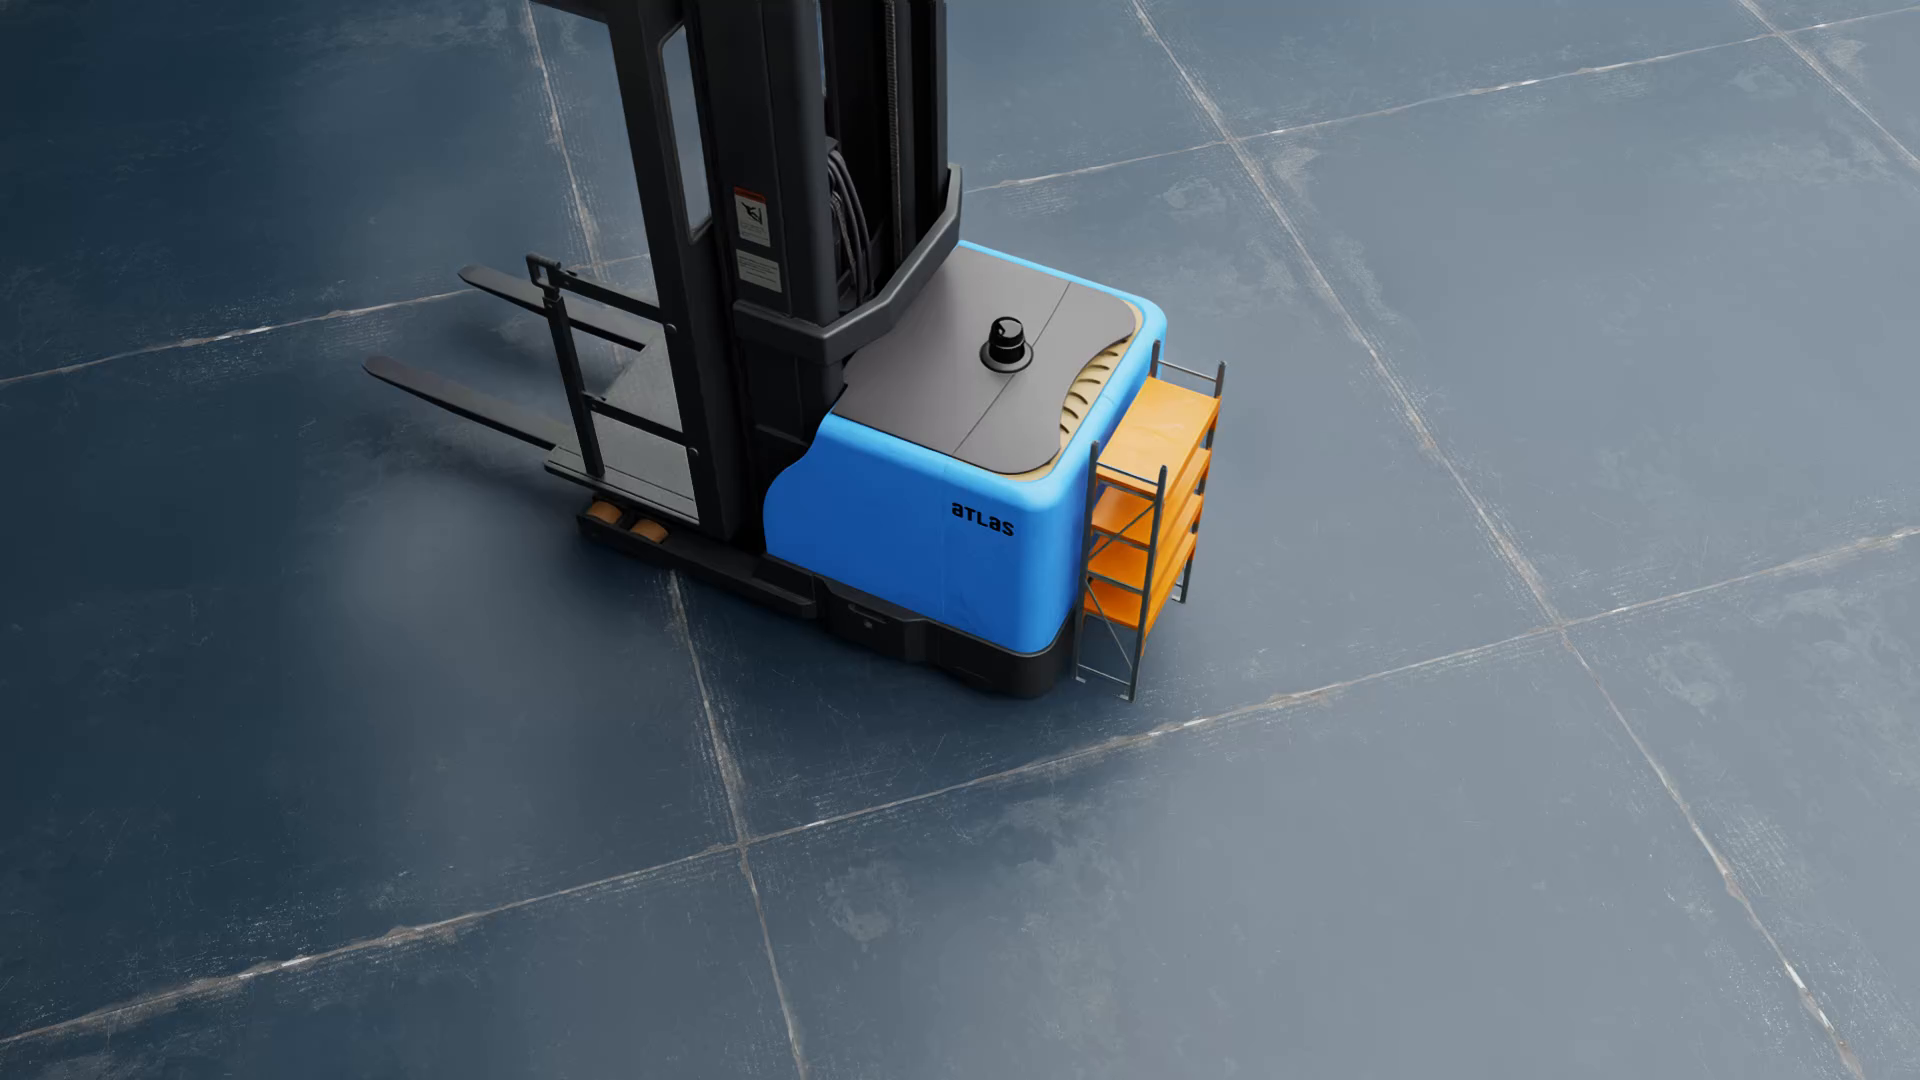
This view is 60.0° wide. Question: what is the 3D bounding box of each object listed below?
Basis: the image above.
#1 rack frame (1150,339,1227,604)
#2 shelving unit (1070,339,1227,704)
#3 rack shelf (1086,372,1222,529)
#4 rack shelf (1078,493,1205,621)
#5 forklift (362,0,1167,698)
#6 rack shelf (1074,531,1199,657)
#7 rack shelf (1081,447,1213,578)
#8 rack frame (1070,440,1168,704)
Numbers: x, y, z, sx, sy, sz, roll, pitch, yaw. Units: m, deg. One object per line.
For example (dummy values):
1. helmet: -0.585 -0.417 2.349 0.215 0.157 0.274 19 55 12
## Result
1. rack frame: 0.715 -0.199 5.633 0.240 1.200 0.015 21 53 17
2. shelving unit: 0.607 -0.032 5.492 0.258 1.200 0.503 21 53 17
3. rack shelf: 0.607 -0.285 5.191 0.258 0.148 0.480 21 53 17
4. rack shelf: 0.607 0.012 5.543 0.258 0.148 0.480 21 53 17
5. forklift: -0.852 -1.203 5.347 3.031 2.935 1.130 21 53 17
6. rack shelf: 0.607 0.140 5.695 0.258 0.148 0.480 21 53 17
7. rack shelf: 0.607 -0.133 5.372 0.258 0.148 0.480 21 53 17
8. rack frame: 0.498 0.135 5.351 0.240 1.200 0.015 21 53 17
